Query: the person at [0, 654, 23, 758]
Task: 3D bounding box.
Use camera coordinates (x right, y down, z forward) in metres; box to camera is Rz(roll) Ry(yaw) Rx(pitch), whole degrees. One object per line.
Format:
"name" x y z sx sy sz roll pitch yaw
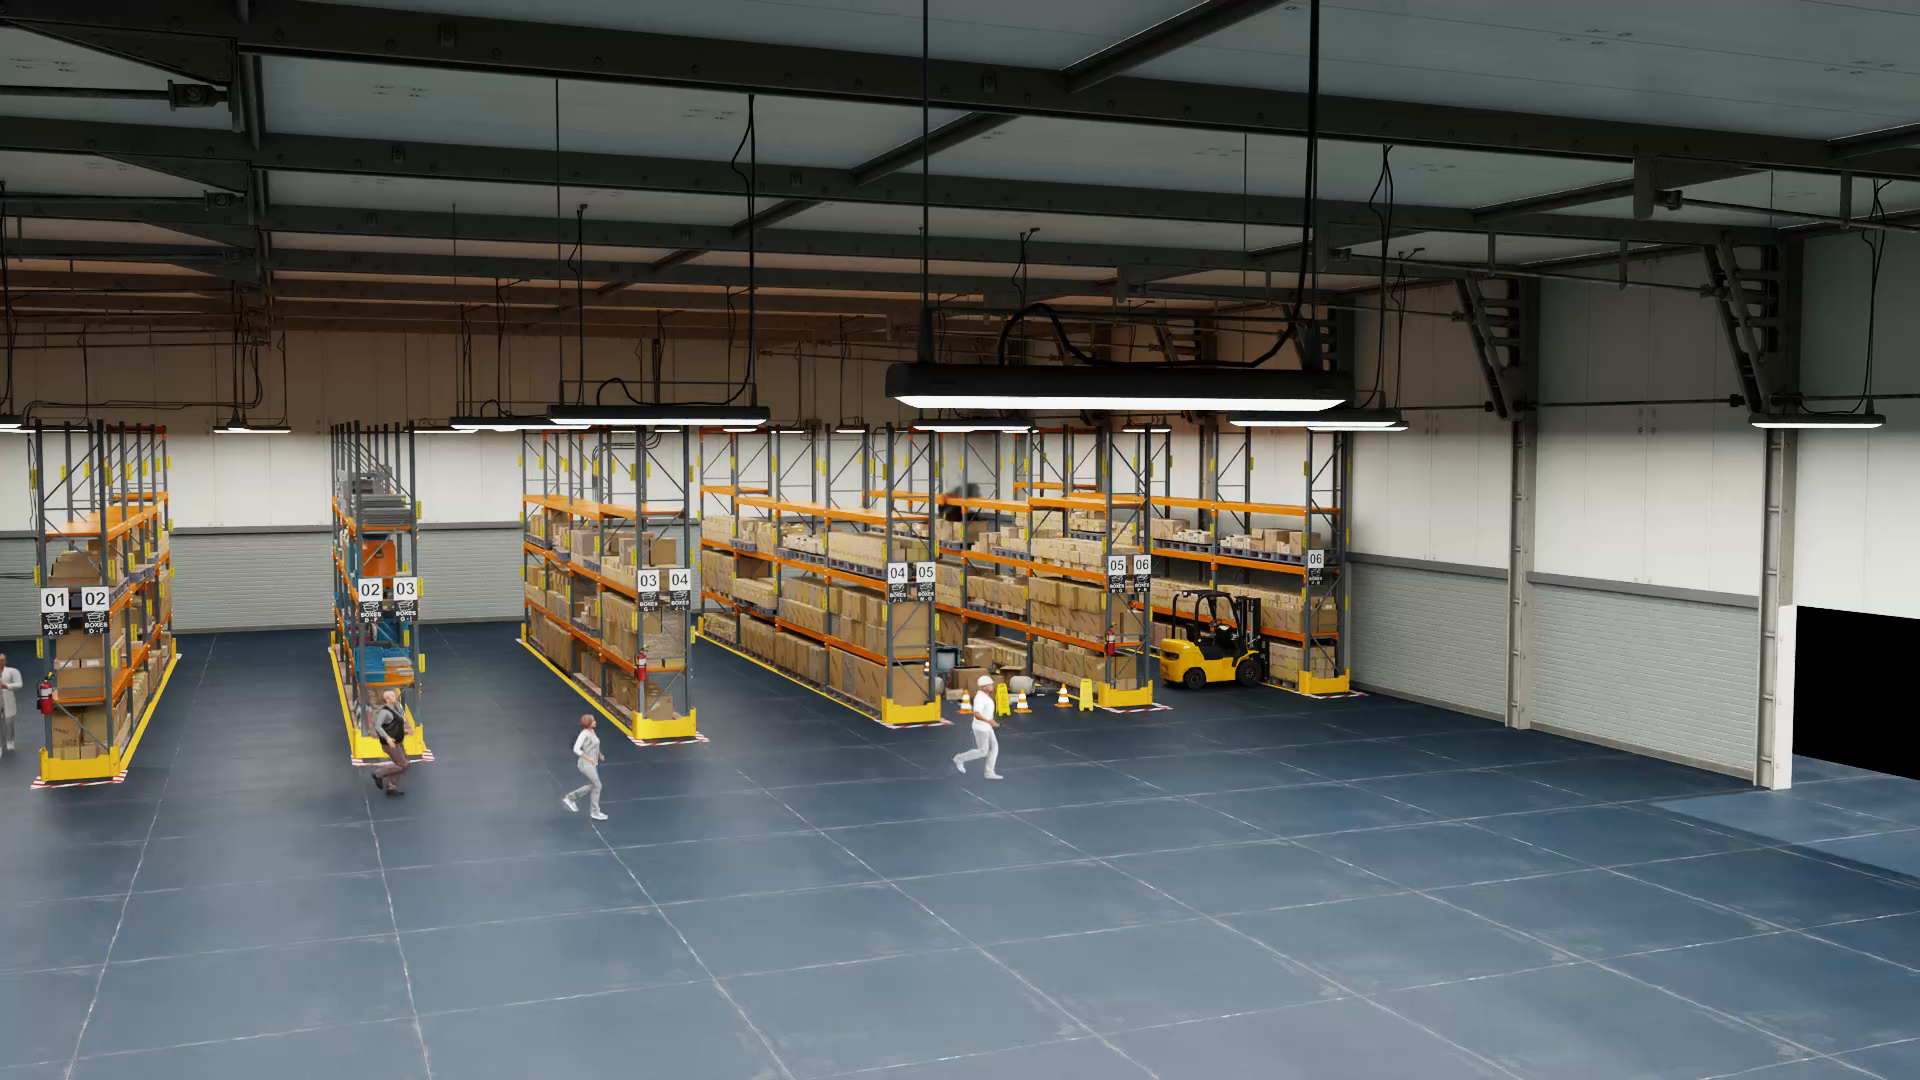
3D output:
"person" -17.181 2.943 29.844 0.680 1.812 1.001 -2 4 -23

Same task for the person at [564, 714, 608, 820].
"person" -5.601 3.387 24.834 0.675 1.589 0.550 0 4 0

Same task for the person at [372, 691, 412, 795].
"person" -9.045 3.233 26.476 0.582 1.677 0.669 0 4 -2

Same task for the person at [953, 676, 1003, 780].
"person" 0.305 3.126 27.715 0.832 1.734 0.689 1 4 10
